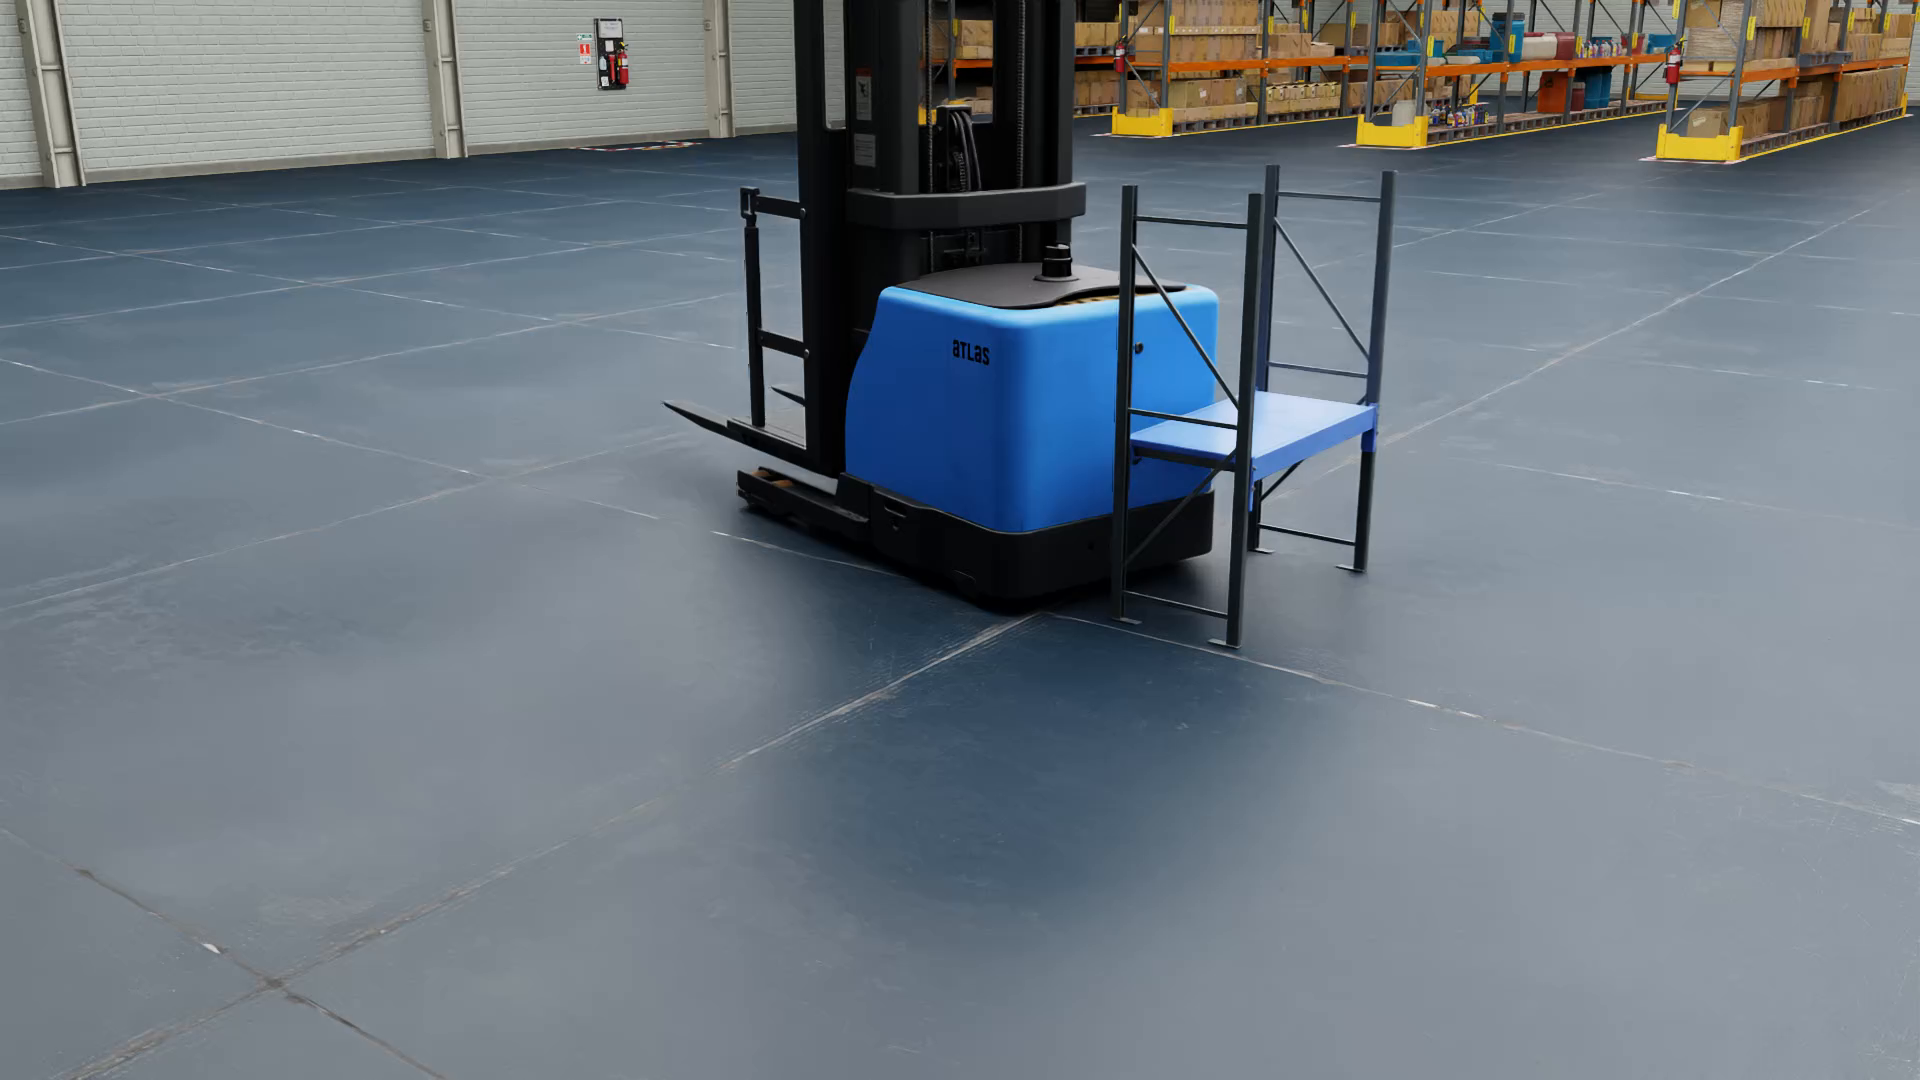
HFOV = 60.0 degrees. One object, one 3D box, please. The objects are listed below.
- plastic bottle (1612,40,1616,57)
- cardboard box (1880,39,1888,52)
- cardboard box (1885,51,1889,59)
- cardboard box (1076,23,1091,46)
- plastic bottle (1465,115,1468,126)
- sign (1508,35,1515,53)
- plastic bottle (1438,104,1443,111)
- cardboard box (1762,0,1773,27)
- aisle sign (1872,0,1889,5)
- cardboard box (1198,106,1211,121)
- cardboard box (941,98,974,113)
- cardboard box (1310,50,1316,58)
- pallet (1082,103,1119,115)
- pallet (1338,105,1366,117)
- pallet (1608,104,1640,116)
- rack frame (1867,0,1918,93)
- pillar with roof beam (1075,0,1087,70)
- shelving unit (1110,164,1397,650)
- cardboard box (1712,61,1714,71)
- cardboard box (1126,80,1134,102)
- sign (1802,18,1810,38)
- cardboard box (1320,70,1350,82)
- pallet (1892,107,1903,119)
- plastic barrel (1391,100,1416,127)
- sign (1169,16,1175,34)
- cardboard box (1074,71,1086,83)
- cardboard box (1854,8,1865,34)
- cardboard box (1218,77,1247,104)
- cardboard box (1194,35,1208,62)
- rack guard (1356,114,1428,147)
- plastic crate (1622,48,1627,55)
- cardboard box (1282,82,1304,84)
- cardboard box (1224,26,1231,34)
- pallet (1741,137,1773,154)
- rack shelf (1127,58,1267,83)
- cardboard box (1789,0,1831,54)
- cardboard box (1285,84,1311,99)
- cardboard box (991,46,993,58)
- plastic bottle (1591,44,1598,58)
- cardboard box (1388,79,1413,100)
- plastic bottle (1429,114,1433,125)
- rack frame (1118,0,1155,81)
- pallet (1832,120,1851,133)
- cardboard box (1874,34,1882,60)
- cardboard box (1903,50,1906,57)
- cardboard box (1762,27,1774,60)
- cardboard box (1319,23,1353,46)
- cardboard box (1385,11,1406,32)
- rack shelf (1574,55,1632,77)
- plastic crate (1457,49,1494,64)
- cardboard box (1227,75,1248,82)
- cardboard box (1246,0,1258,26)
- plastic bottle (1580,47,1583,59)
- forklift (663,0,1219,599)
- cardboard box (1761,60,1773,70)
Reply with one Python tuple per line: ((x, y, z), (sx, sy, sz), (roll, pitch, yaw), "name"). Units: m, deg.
((14.285, -10.773, 36.460), (0.144, 0.351, 0.185), (12, 21, 35), "plastic bottle")
((19.038, -10.334, 34.714), (0.500, 0.250, 0.500), (12, 21, 34), "cardboard box")
((19.304, -10.215, 35.004), (0.380, 0.149, 0.250), (13, 22, 36), "cardboard box")
((2.517, -11.423, 37.560), (0.700, 0.500, 0.500), (15, 23, 40), "cardboard box")
((9.196, -7.643, 30.276), (0.097, 0.201, 0.097), (0, 17, 0), "plastic bottle")
((10.239, -9.200, 30.845), (0.100, 0.325, 0.005), (12, 21, 35), "sign")
((8.989, -7.994, 31.152), (0.144, 0.351, 0.185), (13, 22, 36), "plastic bottle")
((12.248, -8.208, 25.760), (0.500, 0.500, 0.500), (12, 21, 35), "cardboard box")
((20.733, -12.462, 37.433), (0.394, 0.787, 0.004), (12, 21, 35), "aisle sign")
((4.536, -8.306, 32.360), (0.500, 0.250, 0.500), (12, 21, 35), "cardboard box")
((-0.052, -9.041, 34.590), (0.500, 0.311, 0.500), (10, 20, 29), "cardboard box")
((7.497, -10.563, 36.124), (0.380, 0.149, 0.250), (14, 22, 39), "cardboard box")
((3.036, -10.064, 38.796), (1.003, 0.211, 1.213), (12, 21, 35), "pallet")
((8.686, -9.836, 38.062), (1.003, 0.211, 1.213), (12, 21, 35), "pallet")
((14.977, -9.923, 38.343), (1.003, 0.211, 1.213), (12, 21, 35), "pallet")
((20.931, -11.151, 37.593), (1.000, 3.000, 0.127), (12, 21, 35), "rack frame")
((6.219, -13.819, 36.069), (9.100, 9.000, 0.400), (12, 21, 35), "pillar with roof beam")
((1.041, -0.516, 5.877), (0.538, 1.500, 1.048), (13, 21, 35), "shelving unit")
((11.552, -7.384, 25.886), (0.380, 0.149, 0.250), (12, 21, 35), "cardboard box")
((3.843, -10.707, 39.636), (0.700, 0.500, 0.500), (13, 21, 35), "cardboard box")
((14.222, -8.612, 27.958), (0.100, 0.325, 0.005), (12, 21, 35), "sign")
((8.610, -10.649, 38.188), (0.500, 0.250, 0.500), (13, 22, 37), "cardboard box")
((20.518, -9.615, 37.349), (1.003, 0.211, 1.213), (12, 21, 35), "pallet")
((7.751, -7.398, 28.995), (0.421, 0.512, 0.421), (0, 17, 0), "plastic barrel")
((3.887, -9.443, 30.501), (0.100, 0.325, 0.005), (12, 21, 35), "sign")
((2.532, -10.577, 37.953), (0.500, 0.250, 0.500), (12, 21, 34), "cardboard box")
((17.398, -10.259, 32.861), (0.797, 0.503, 0.637), (13, 22, 36), "cardboard box")
((5.420, -9.023, 33.406), (0.500, 0.500, 0.500), (12, 21, 35), "cardboard box")
((4.342, -9.491, 32.080), (0.700, 0.500, 0.500), (13, 21, 35), "cardboard box")
((7.428, -7.048, 28.595), (1.175, 0.500, 0.348), (12, 21, 35), "rack guard")
((14.962, -11.061, 37.649), (0.396, 0.136, 0.243), (12, 21, 35), "plastic crate")
((7.357, -9.952, 36.717), (0.500, 0.311, 0.500), (12, 21, 33), "cardboard box")
((5.080, -9.997, 32.615), (0.380, 0.149, 0.250), (13, 22, 36), "cardboard box")
((12.683, -6.503, 27.328), (1.003, 0.211, 1.213), (12, 21, 35), "pallet")
((4.636, -9.224, 32.602), (1.077, 0.370, 4.000), (12, 21, 35), "rack shelf")
((14.367, -8.944, 28.768), (1.000, 1.000, 1.000), (13, 21, 35), "cardboard box")
((7.189, -9.620, 35.646), (0.500, 0.311, 0.500), (13, 22, 36), "cardboard box")
((0.616, -10.210, 34.784), (0.500, 0.250, 0.500), (12, 21, 34), "cardboard box")
((13.531, -10.437, 35.506), (0.152, 0.276, 0.135), (12, 21, 35), "plastic bottle")
((10.531, -10.797, 39.929), (0.500, 0.500, 0.500), (12, 21, 34), "cardboard box")
((8.636, -7.721, 30.526), (0.097, 0.201, 0.097), (0, 17, 0), "plastic bottle")
((4.231, -11.871, 39.913), (1.000, 3.000, 0.127), (12, 21, 35), "rack frame")
((16.695, -8.088, 32.432), (1.003, 0.211, 1.213), (12, 21, 35), "pallet")
((18.489, -10.086, 33.996), (0.500, 0.500, 0.500), (12, 21, 35), "cardboard box")
((20.679, -10.766, 36.777), (0.380, 0.149, 0.250), (12, 21, 35), "cardboard box")
((12.589, -8.024, 26.856), (0.875, 0.500, 0.500), (12, 21, 35), "cardboard box")
((8.496, -11.415, 37.567), (0.700, 0.500, 0.500), (5, 18, 16), "cardboard box")
((10.688, -12.641, 40.537), (0.500, 0.500, 0.500), (13, 21, 35), "cardboard box")
((13.379, -10.253, 35.916), (1.077, 0.370, 4.000), (12, 21, 35), "rack shelf")
((9.362, -8.785, 30.226), (0.499, 0.251, 0.616), (12, 21, 35), "plastic crate")
((7.142, -11.991, 43.804), (0.700, 0.500, 0.500), (13, 21, 35), "cardboard box")
((5.569, -10.604, 33.478), (0.700, 0.500, 0.500), (13, 21, 35), "cardboard box")
((12.937, -10.181, 34.667), (0.061, 0.283, 0.133), (12, 21, 35), "plastic bottle")
((-0.303, -1.565, 6.842), (1.130, 2.935, 3.031), (-12, 21, -34), "forklift")
((12.731, -7.586, 26.537), (0.380, 0.149, 0.250), (12, 21, 35), "cardboard box")
